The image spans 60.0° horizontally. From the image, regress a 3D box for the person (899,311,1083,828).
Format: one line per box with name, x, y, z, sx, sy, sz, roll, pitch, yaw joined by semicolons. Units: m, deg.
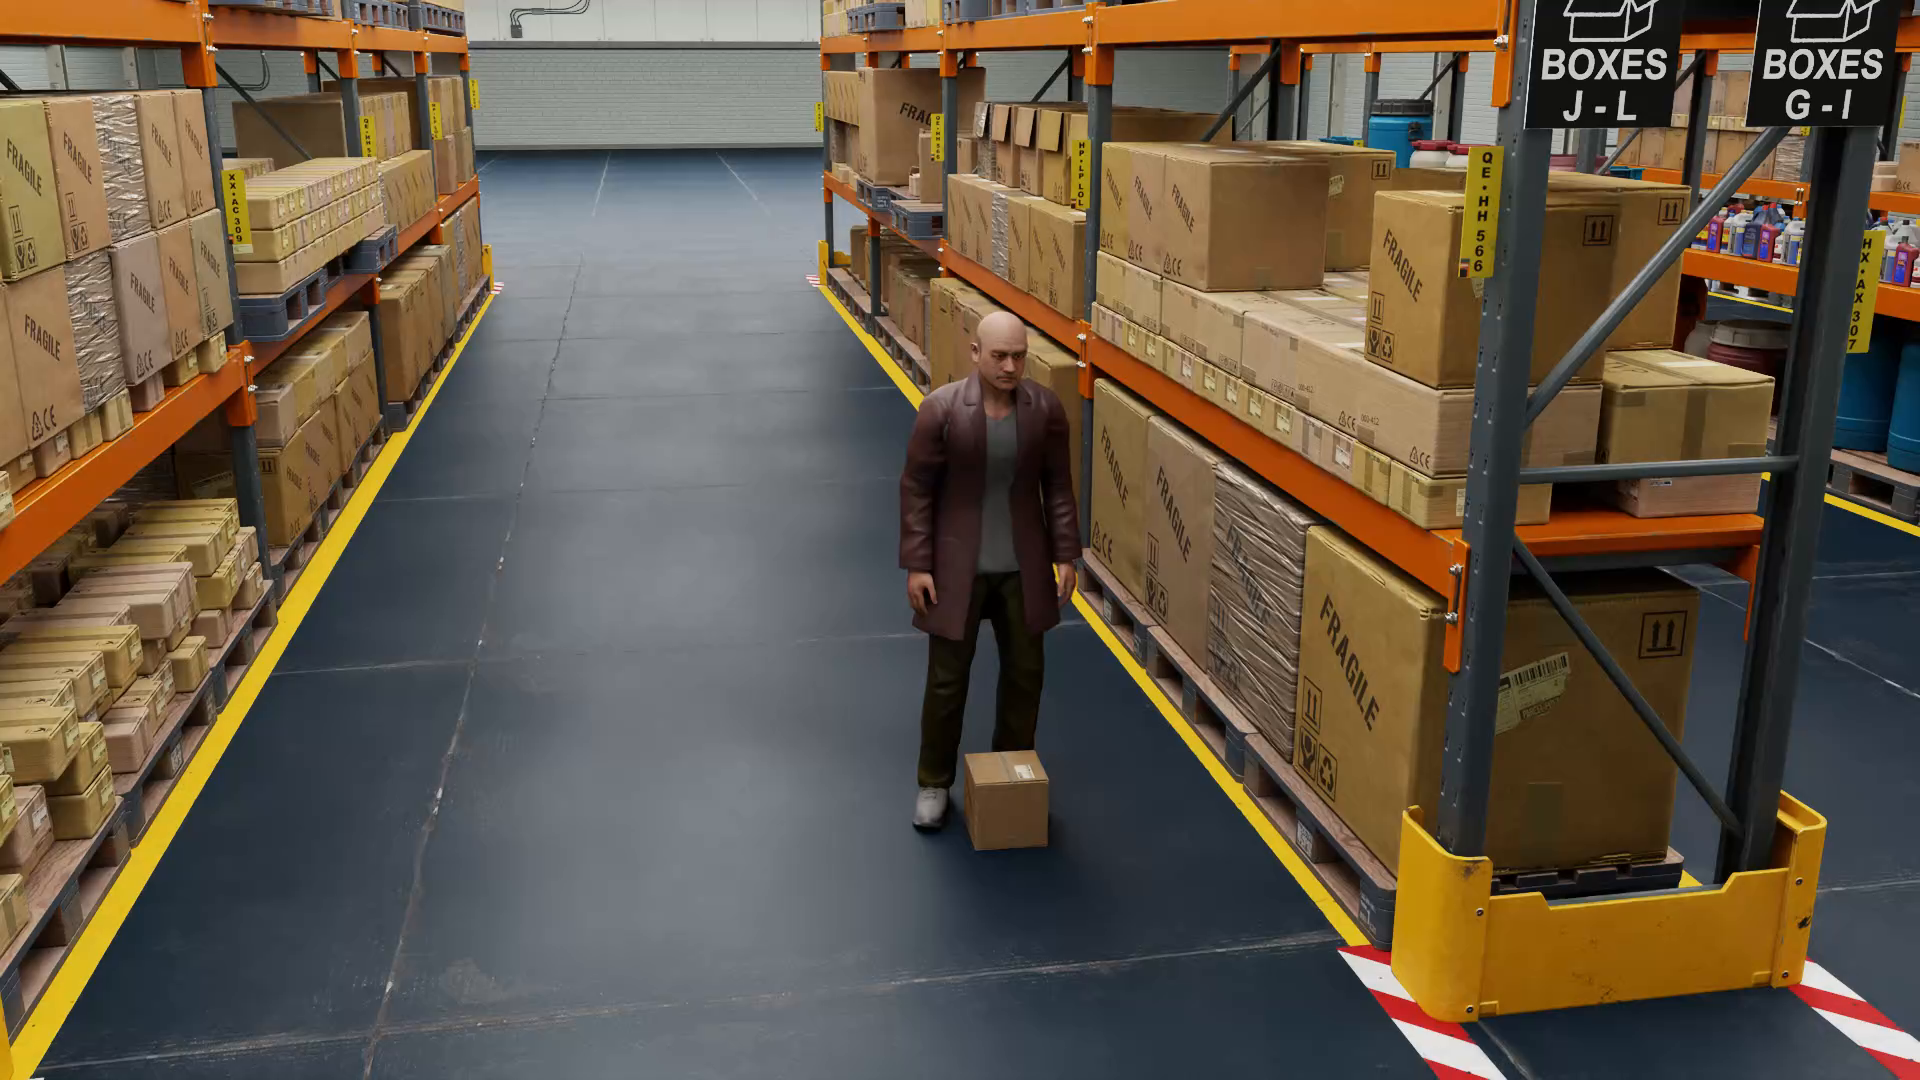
person;0.108;0.094;5.734;0.654;1.774;0.424;-4;17;-13
